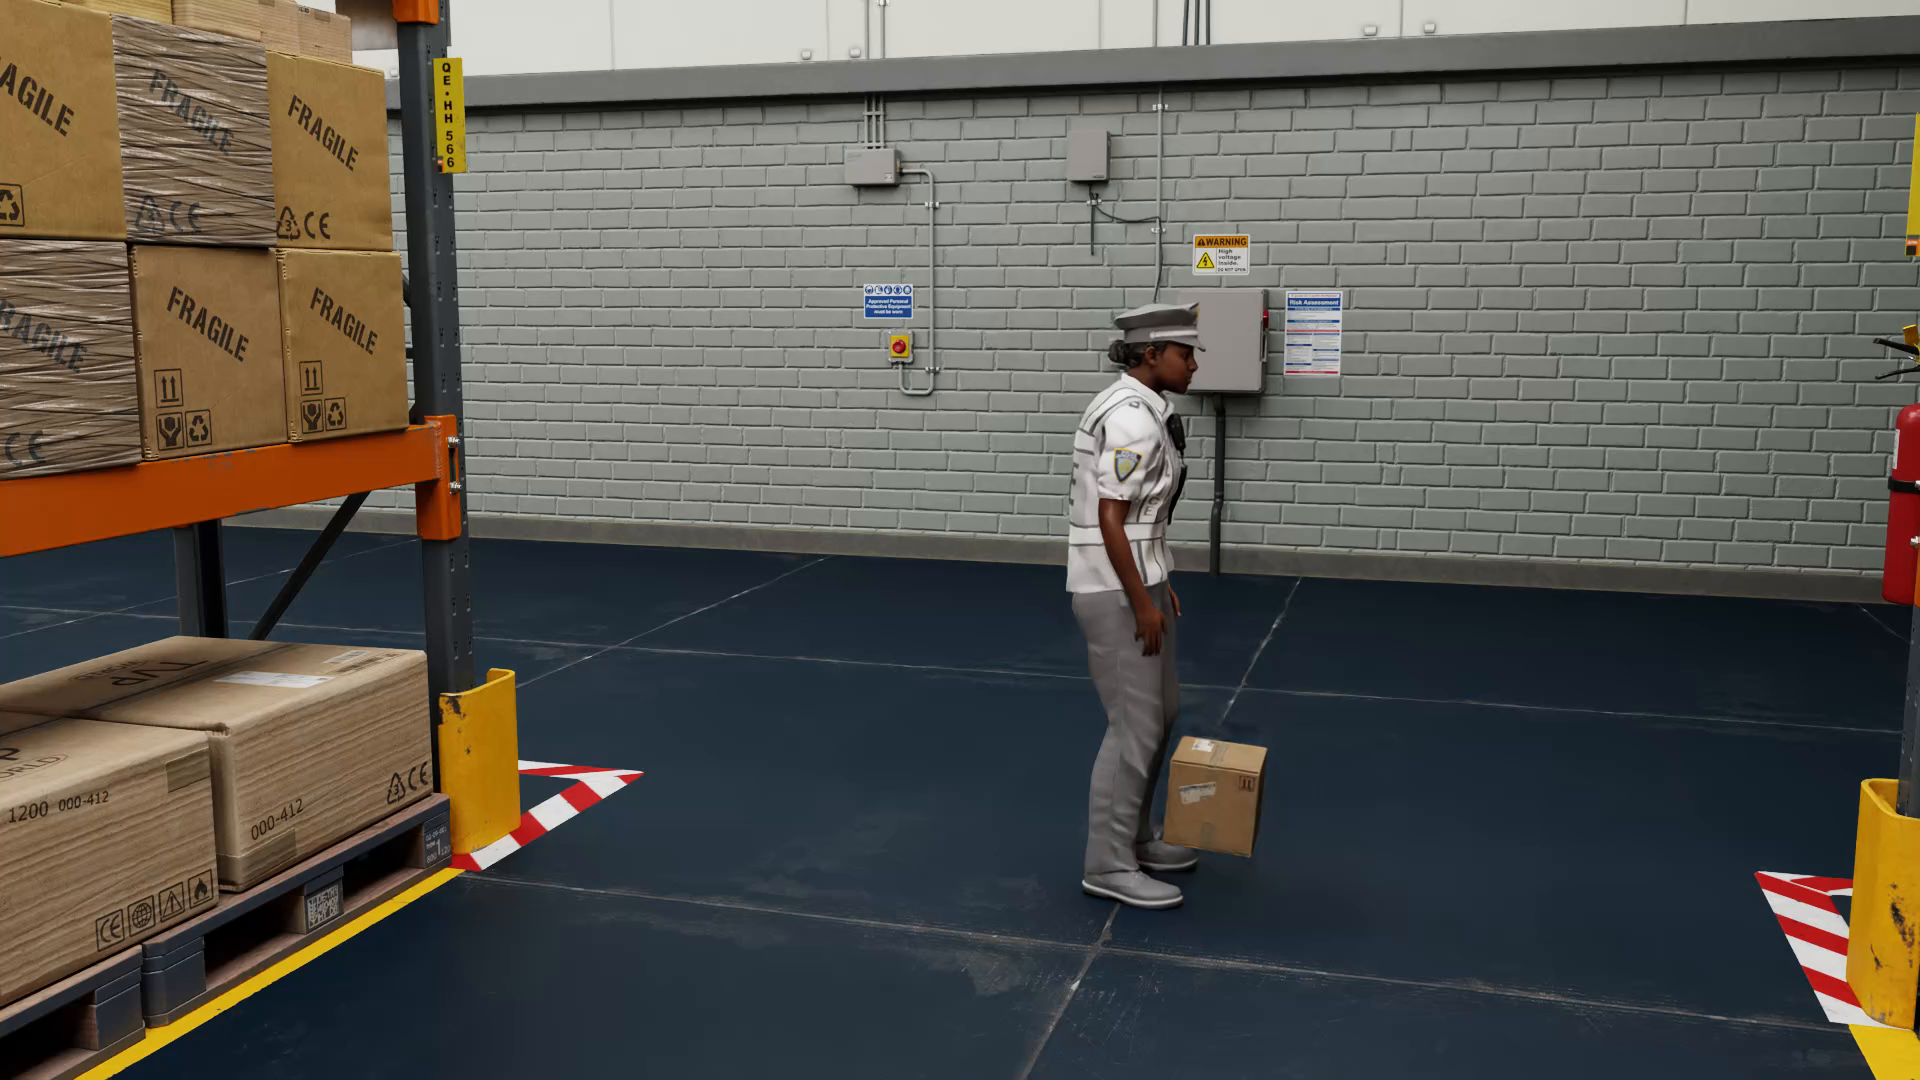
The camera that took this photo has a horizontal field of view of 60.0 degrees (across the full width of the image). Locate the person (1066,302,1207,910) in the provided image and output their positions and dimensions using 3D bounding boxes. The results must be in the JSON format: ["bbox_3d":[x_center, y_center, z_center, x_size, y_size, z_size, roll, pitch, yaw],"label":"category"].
[{"bbox_3d":[0.494,0.162,4.730,0.378,1.664,0.500,2,9,14],"label":"person"}]
